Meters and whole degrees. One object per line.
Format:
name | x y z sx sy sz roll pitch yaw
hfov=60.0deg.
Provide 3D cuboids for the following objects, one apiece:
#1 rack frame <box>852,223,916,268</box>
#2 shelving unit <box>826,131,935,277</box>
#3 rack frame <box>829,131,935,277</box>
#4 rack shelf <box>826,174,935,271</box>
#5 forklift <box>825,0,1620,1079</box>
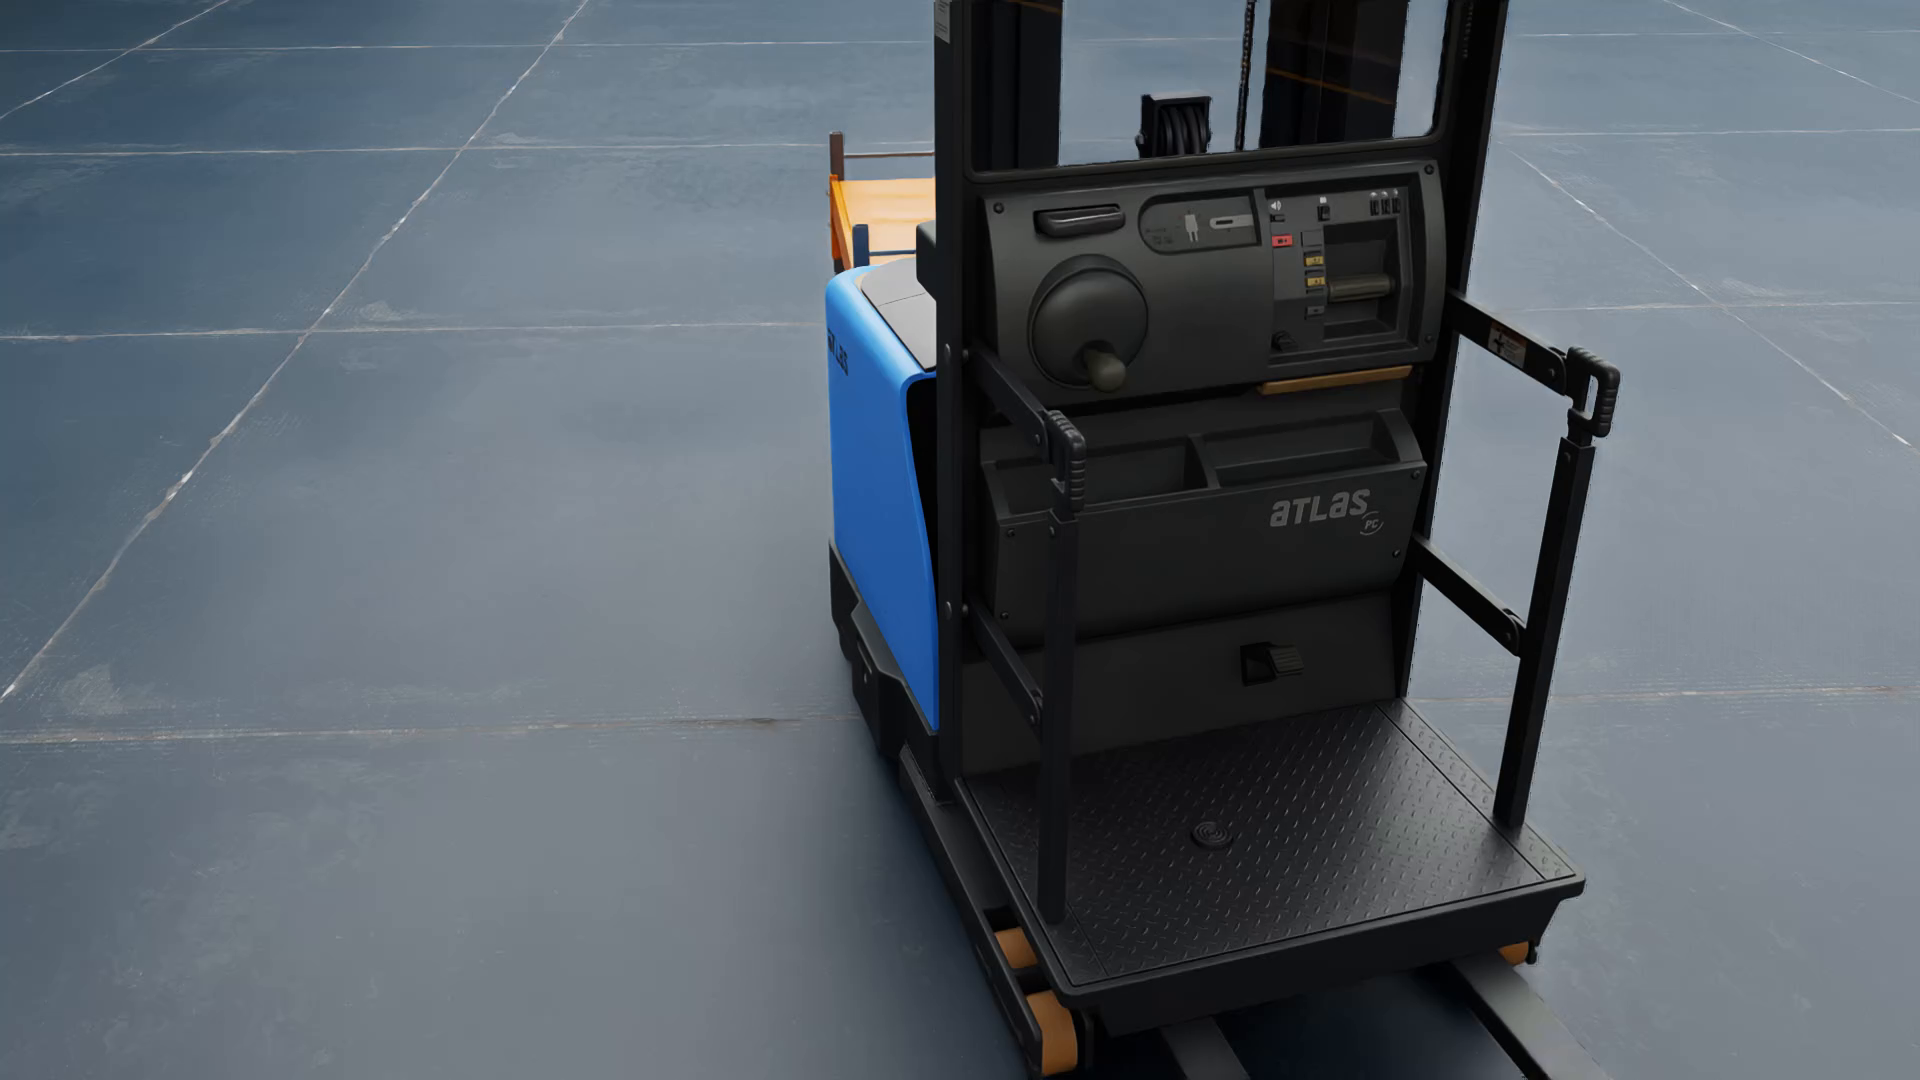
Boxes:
rack frame | -0.038 -0.351 4.708 0.500 1.125 0.032 -3 28 -7
shelving unit | -0.104 -0.585 5.154 0.538 1.125 1.048 -3 28 -7
rack frame | -0.169 -0.818 5.601 0.500 1.125 0.032 -3 28 -7
rack shelf | -0.104 -0.844 5.019 0.538 0.278 1.000 -3 28 -7
forklift | 0.562 -0.462 2.966 1.130 2.935 3.031 -8 29 -15
